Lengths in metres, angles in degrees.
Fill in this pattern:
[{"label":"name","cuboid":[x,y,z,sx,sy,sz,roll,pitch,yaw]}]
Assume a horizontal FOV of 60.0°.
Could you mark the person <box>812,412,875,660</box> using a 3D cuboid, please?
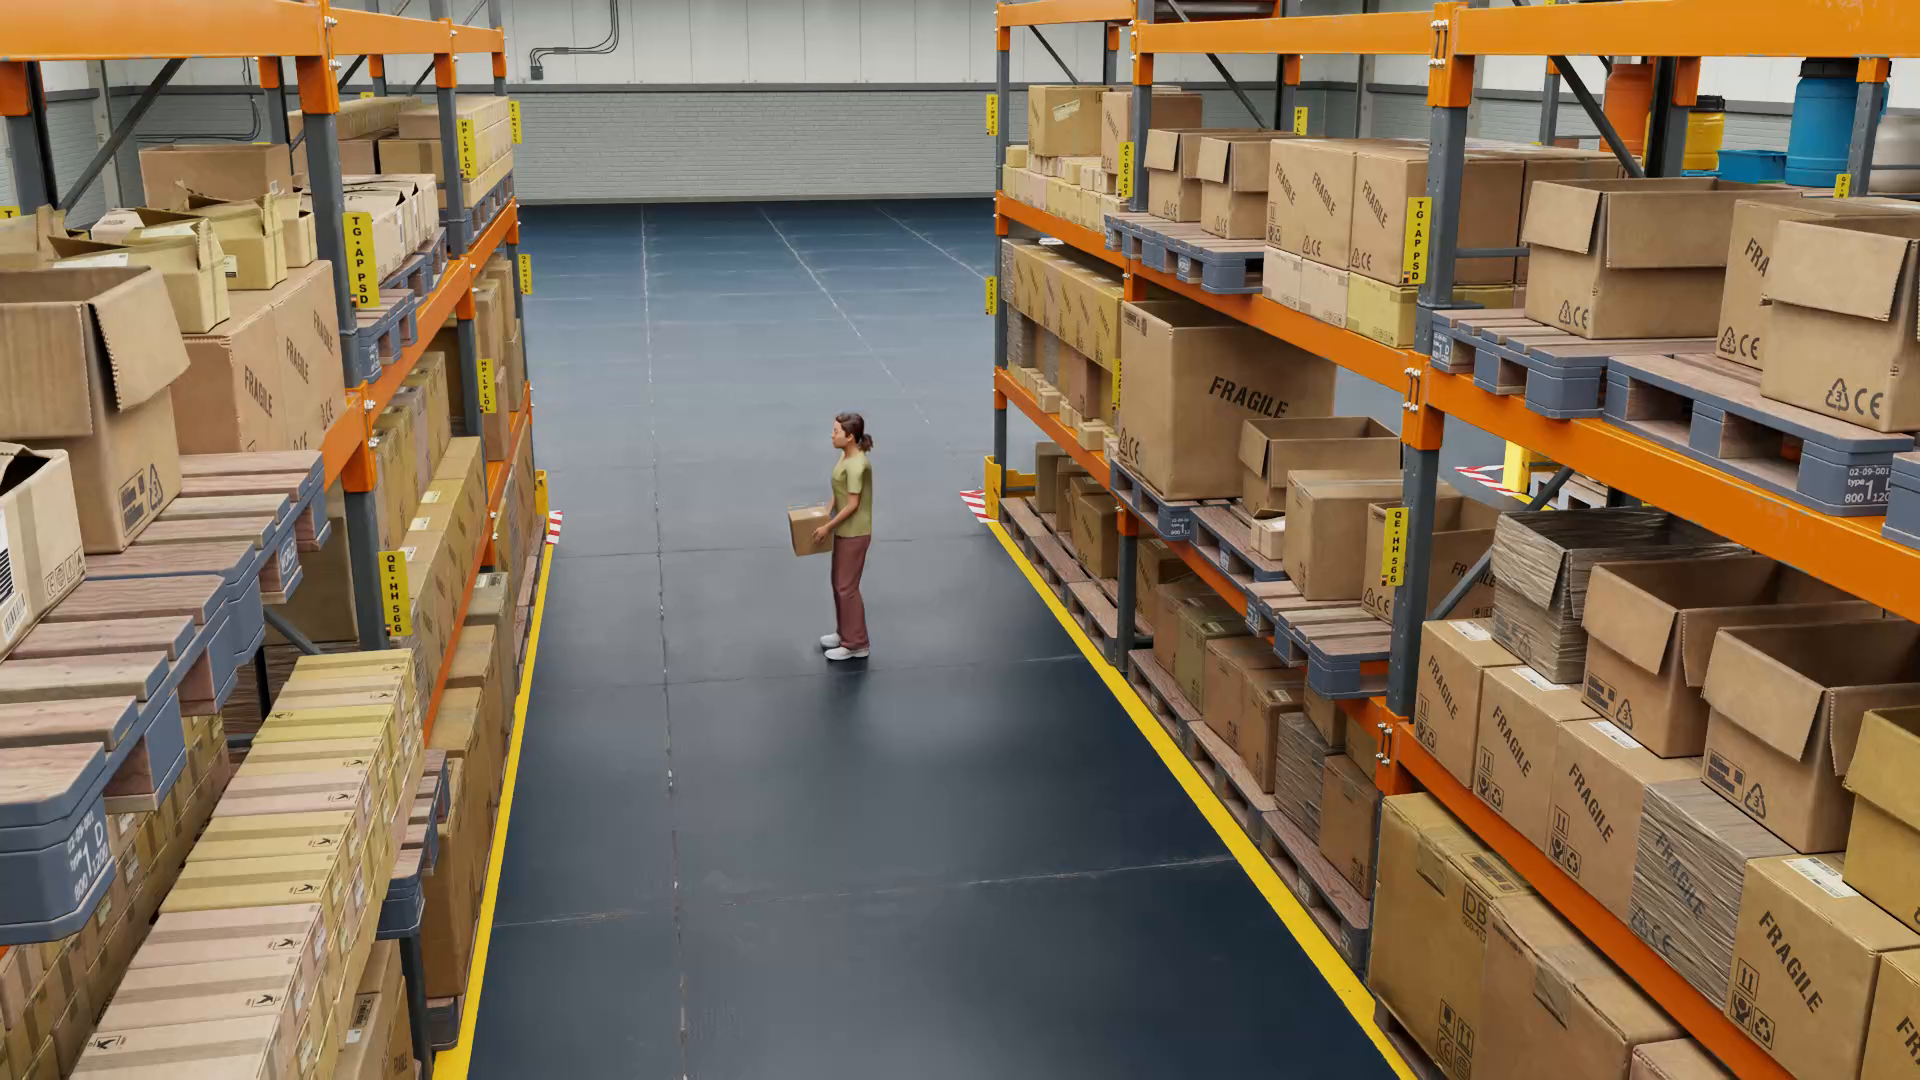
[{"label":"person","cuboid":[-0.783,-0.035,11.154,0.452,1.675,0.466,-3,17,-11]}]
